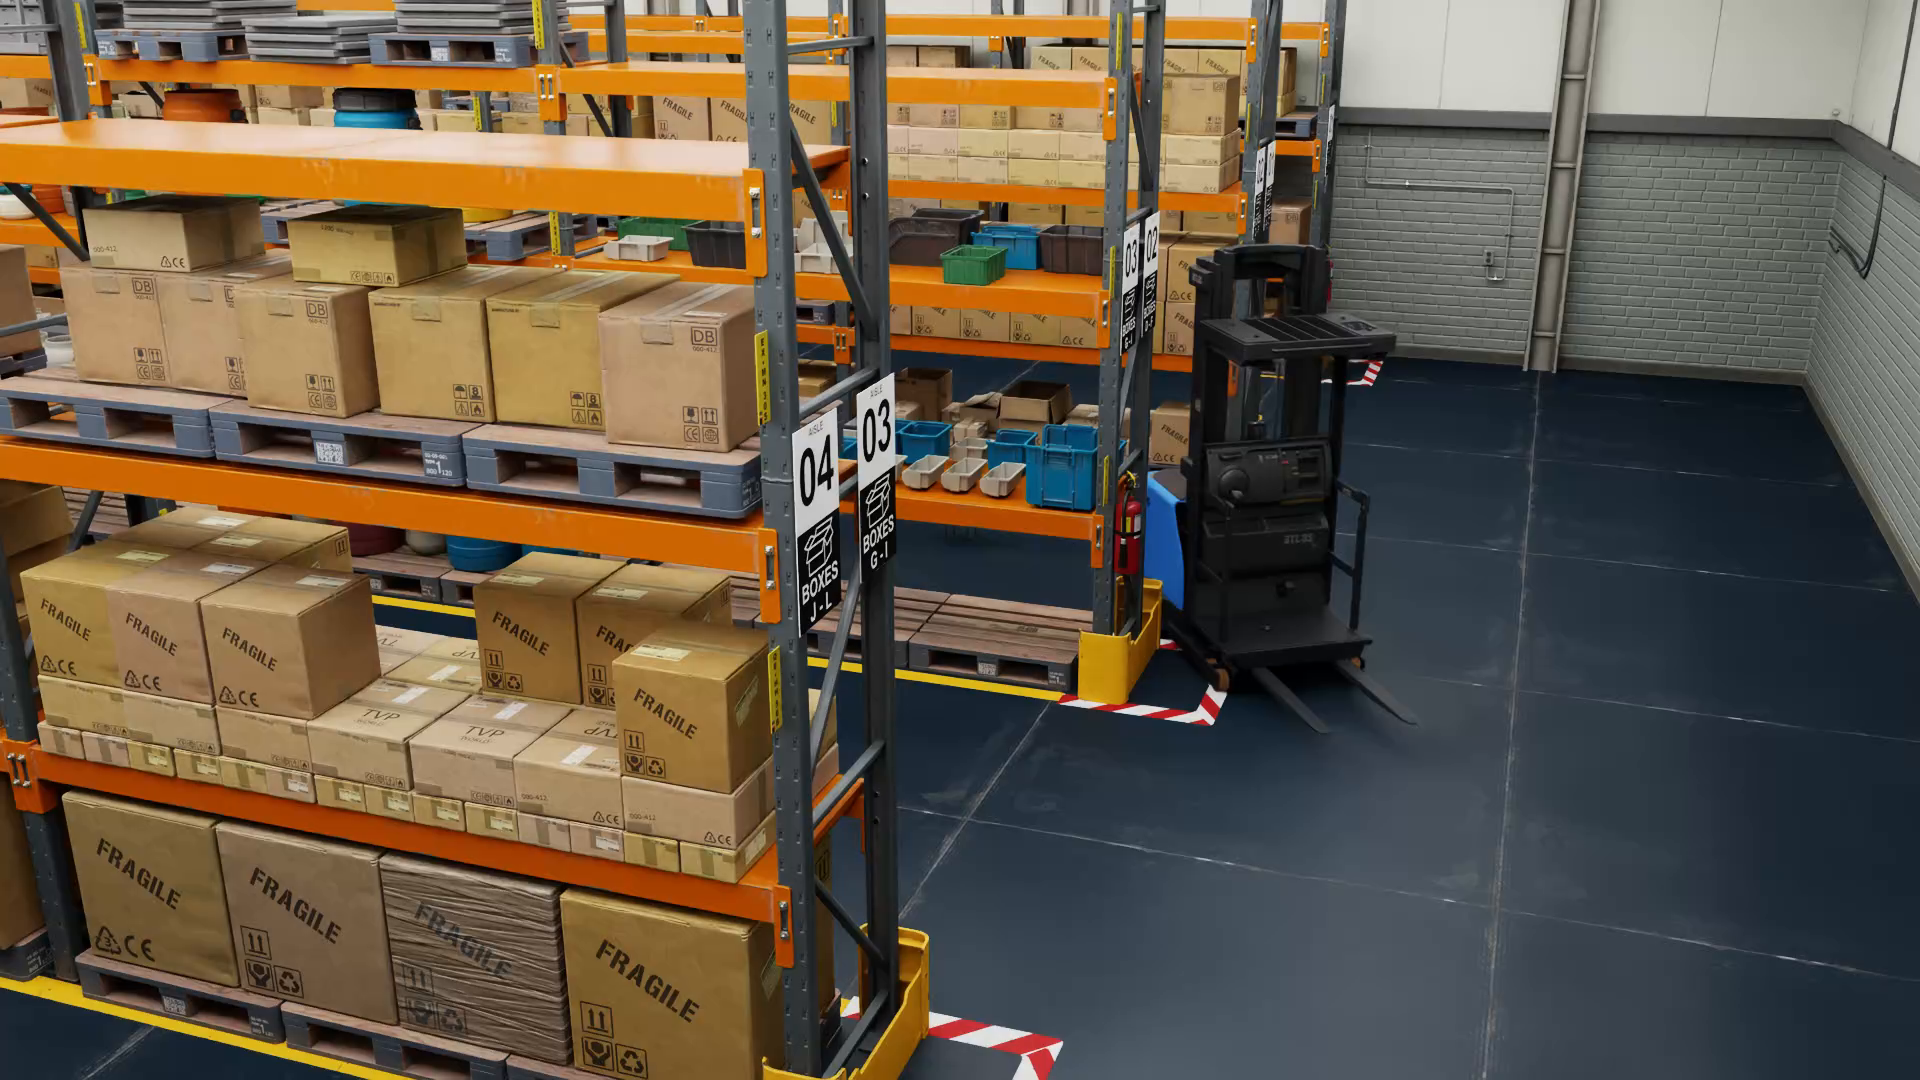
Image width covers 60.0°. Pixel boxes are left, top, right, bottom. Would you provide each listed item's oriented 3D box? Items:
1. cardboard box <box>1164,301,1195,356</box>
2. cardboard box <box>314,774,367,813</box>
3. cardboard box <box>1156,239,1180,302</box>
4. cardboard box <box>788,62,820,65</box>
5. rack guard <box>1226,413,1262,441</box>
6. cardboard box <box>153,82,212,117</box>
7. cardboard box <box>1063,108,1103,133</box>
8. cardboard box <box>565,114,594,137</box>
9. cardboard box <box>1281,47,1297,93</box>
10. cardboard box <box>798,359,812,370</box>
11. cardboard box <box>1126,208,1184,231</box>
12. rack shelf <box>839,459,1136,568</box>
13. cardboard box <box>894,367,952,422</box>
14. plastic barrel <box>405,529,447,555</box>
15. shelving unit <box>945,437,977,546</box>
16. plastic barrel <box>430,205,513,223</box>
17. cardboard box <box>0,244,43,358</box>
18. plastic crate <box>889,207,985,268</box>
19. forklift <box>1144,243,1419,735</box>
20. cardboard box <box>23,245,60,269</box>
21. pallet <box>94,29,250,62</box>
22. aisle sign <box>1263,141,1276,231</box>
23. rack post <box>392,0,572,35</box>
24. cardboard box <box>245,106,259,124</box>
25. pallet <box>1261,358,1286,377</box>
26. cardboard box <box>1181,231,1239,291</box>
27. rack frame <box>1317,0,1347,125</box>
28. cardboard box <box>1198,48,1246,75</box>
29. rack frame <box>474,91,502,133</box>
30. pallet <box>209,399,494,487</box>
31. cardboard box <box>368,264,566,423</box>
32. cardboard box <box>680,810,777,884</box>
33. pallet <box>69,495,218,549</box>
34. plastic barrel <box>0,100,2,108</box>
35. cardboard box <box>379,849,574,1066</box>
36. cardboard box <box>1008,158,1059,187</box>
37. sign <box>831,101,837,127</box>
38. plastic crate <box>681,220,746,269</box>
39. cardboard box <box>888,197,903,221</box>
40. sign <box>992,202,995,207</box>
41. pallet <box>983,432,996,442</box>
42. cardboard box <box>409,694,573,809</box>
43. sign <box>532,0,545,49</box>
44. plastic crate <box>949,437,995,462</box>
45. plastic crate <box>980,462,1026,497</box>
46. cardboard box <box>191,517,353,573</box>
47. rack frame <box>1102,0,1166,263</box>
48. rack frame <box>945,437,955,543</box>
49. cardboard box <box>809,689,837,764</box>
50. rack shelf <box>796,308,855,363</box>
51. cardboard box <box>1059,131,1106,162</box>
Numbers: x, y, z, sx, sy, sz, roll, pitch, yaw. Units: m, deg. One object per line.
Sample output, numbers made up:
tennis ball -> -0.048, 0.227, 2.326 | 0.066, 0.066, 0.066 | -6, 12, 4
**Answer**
cardboard box -> 2.238, -2.033, 15.701 | 0.500, 0.500, 0.500 | 7, 20, 20
cardboard box -> -2.639, 1.047, 7.397 | 0.250, 0.149, 0.380 | 6, 20, 16
cardboard box -> 1.762, -2.559, 15.689 | 0.500, 0.500, 0.500 | 7, 20, 20
cardboard box -> -2.190, -6.023, 21.921 | 0.500, 0.500, 0.700 | 5, 20, 15
rack guard -> 2.678, -0.850, 16.256 | 0.348, 0.500, 1.175 | 7, 20, 18
cardboard box -> -8.975, -5.183, 19.329 | 0.500, 0.500, 0.500 | 8, 21, 23
cardboard box -> 1.308, -4.110, 15.581 | 0.500, 0.500, 0.700 | 7, 20, 18
cardboard box -> -3.902, -4.259, 17.527 | 0.500, 0.500, 0.910 | 7, 20, 18
cardboard box -> 3.762, -5.662, 20.004 | 0.500, 0.500, 0.500 | 6, 20, 16
cardboard box -> -1.913, -1.664, 17.922 | 0.500, 0.500, 0.500 | 7, 20, 19
cardboard box -> 2.479, -3.917, 20.801 | 0.700, 0.700, 0.980 | 6, 20, 15
rack shelf -> -0.768, -0.359, 12.142 | 4.000, 0.370, 1.077 | 7, 20, 18
cardboard box -> -0.397, -1.509, 17.476 | 0.500, 0.500, 0.500 | 7, 20, 18
plastic barrel -> -4.339, -0.168, 13.642 | 0.421, 0.512, 0.421 | 0, 19, 0
shelving unit -> 0.008, -0.424, 14.426 | 0.210, 0.900, 0.258 | 7, 20, 18
plastic barrel -> -3.586, -2.654, 12.152 | 0.600, 0.588, 0.600 | 0, 19, 0
cardboard box -> -4.834, -1.096, 7.817 | 0.500, 0.500, 0.700 | 7, 20, 19
plastic crate -> -0.232, -2.120, 11.639 | 0.767, 0.338, 0.504 | 7, 20, 18
forklift -> 2.223, -0.468, 11.466 | 1.130, 2.935, 3.031 | -5, 20, -13
cardboard box -> -10.962, -3.633, 20.289 | 0.500, 0.500, 0.700 | 7, 20, 18
pallet -> -5.765, -3.814, 12.742 | 1.003, 0.211, 1.213 | 7, 20, 18
aisle sign -> 2.911, -3.334, 15.634 | 0.004, 0.787, 0.394 | 7, 20, 18
rack post -> -3.443, -3.813, 11.957 | 0.954, 0.300, 0.937 | 6, 20, 17
cardboard box -> -8.006, -4.793, 18.802 | 0.500, 0.250, 0.500 | 9, 21, 24
pallet -> 3.591, -2.308, 20.878 | 1.213, 0.211, 1.003 | 7, 20, 18
cardboard box -> 2.418, -2.672, 16.013 | 0.500, 0.500, 0.500 | 7, 20, 20
rack frame -> 4.372, -6.396, 19.253 | 0.127, 3.000, 1.000 | 7, 20, 18
cardboard box -> 3.122, -5.560, 19.711 | 0.500, 0.500, 0.500 | 7, 20, 20
rack frame -> -4.807, -5.719, 17.313 | 0.127, 3.000, 1.000 | 7, 20, 18
pallet -> -2.365, -0.525, 7.104 | 1.213, 0.211, 1.003 | 7, 20, 18
cardboard box -> -2.009, -0.830, 6.903 | 0.500, 0.500, 0.700 | 5, 20, 14
cardboard box -> -0.949, 1.240, 6.844 | 0.250, 0.149, 0.380 | 7, 20, 19
pallet -> -7.155, -0.126, 14.617 | 1.213, 0.211, 1.003 | 7, 20, 18
plastic barrel -> -8.427, -3.303, 14.177 | 0.708, 0.901, 0.600 | 7, 20, 18
cardboard box -> -1.995, 1.720, 7.676 | 0.875, 0.875, 0.875 | 7, 20, 18
cardboard box -> 0.766, -3.508, 15.754 | 0.500, 0.250, 0.500 | 7, 20, 18
sign -> -1.207, -4.128, 15.921 | 0.005, 0.325, 0.100 | 7, 20, 18
plastic crate -> -1.574, -2.050, 11.542 | 0.590, 0.269, 0.497 | 7, 20, 18
cardboard box -> -0.882, -4.273, 21.642 | 0.500, 0.500, 0.500 | 7, 20, 18
sign -> 0.425, -4.335, 20.816 | 0.005, 0.325, 0.100 | 7, 20, 18
pallet -> 0.776, -0.932, 16.930 | 1.213, 0.211, 1.003 | 7, 20, 18
cardboard box -> -2.009, 0.908, 7.190 | 0.500, 0.250, 0.500 | 6, 20, 16
sign -> -2.840, -3.478, 11.200 | 0.005, 0.325, 0.100 | 7, 20, 18
plastic crate -> 0.079, -0.649, 12.191 | 0.298, 0.136, 0.250 | 7, 20, 18
plastic crate -> 0.291, -0.418, 11.529 | 0.243, 0.136, 0.396 | 7, 20, 18
cardboard box -> -3.289, 0.223, 8.015 | 0.500, 0.500, 0.500 | 7, 20, 19
rack frame -> 1.121, -3.316, 10.417 | 0.127, 3.000, 1.000 | 7, 20, 18
rack frame -> -0.088, -0.435, 14.457 | 0.006, 0.900, 0.240 | 7, 20, 18
cardboard box -> -0.869, 0.852, 7.351 | 0.500, 0.250, 0.500 | 6, 20, 17
rack shelf -> -2.918, -2.331, 17.799 | 4.000, 0.370, 1.077 | 7, 20, 18
cardboard box -> 1.238, -3.689, 15.515 | 0.500, 0.250, 0.500 | 7, 20, 18
